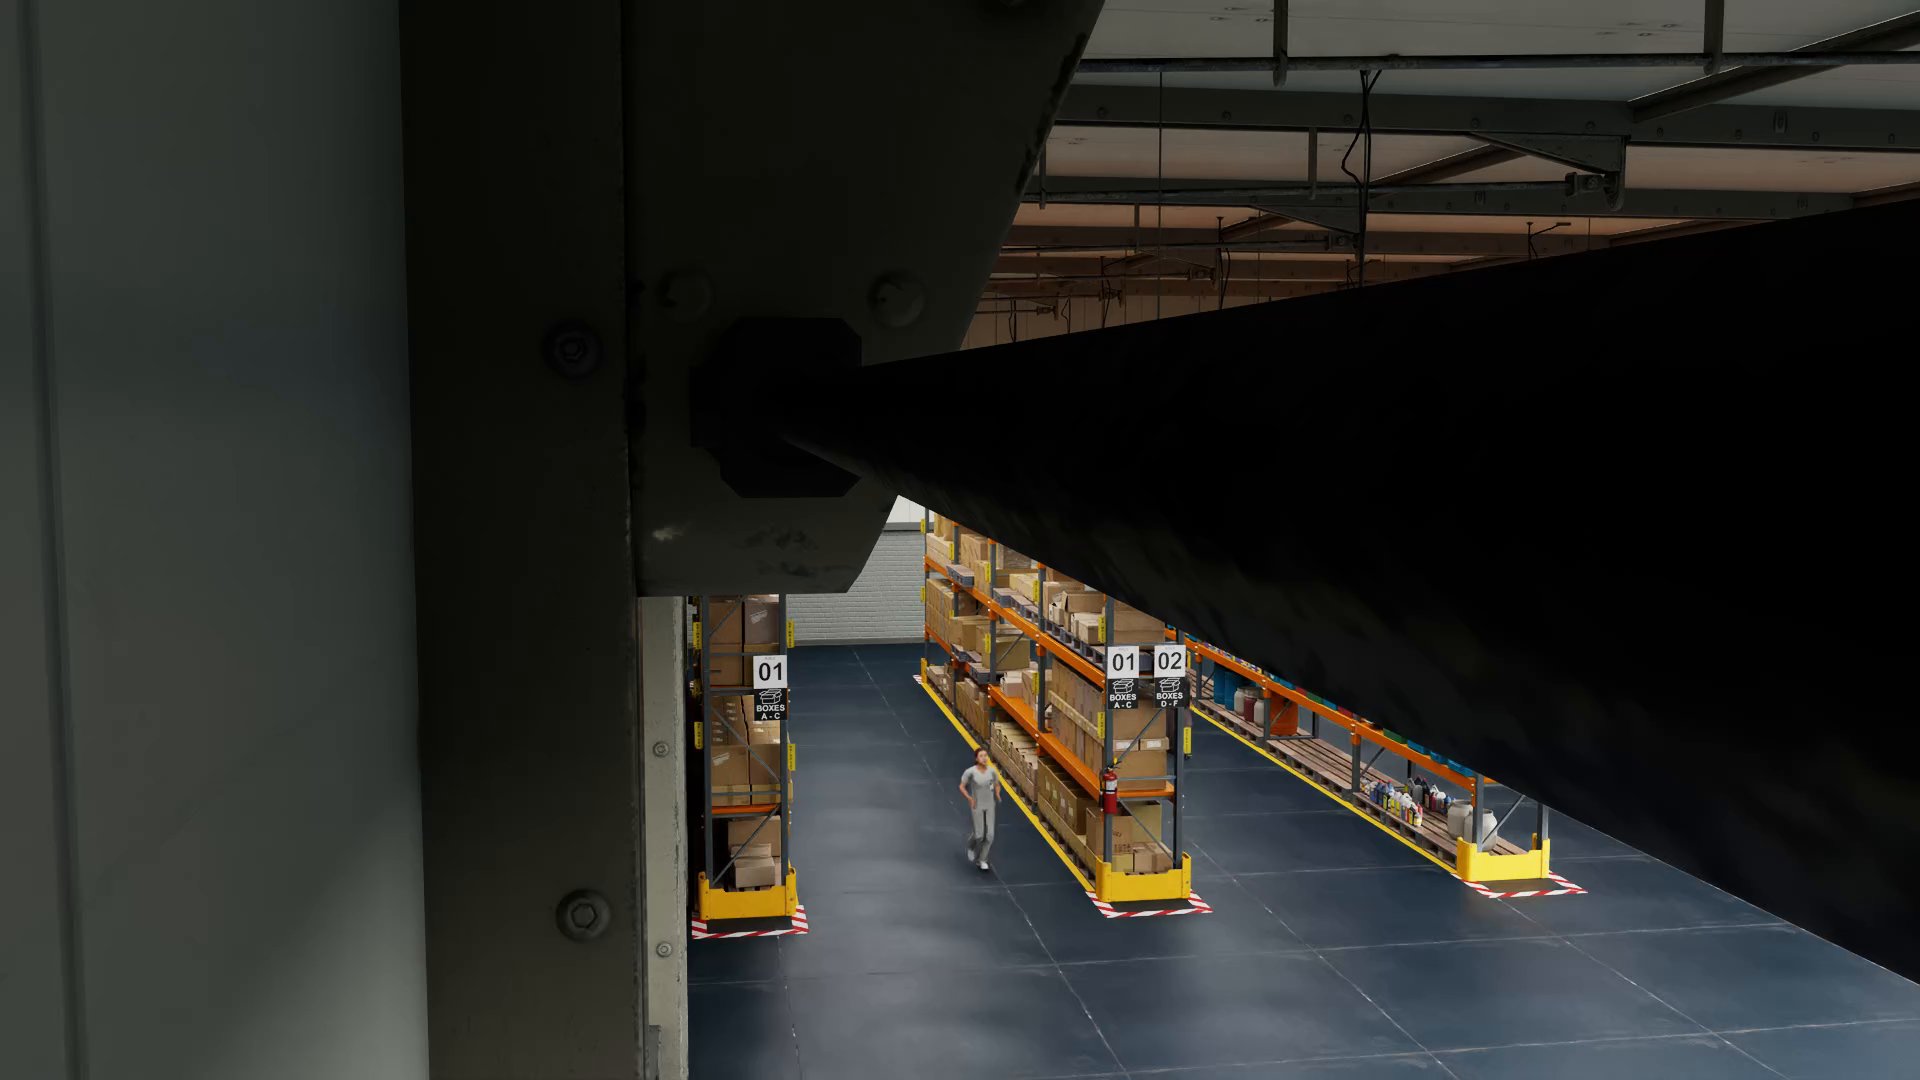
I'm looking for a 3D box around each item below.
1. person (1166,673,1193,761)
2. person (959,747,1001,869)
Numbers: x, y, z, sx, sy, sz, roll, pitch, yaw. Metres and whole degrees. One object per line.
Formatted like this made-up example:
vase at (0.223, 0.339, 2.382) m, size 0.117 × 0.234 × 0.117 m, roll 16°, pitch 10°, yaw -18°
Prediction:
person at (3.778, 2.952, 28.806) m, size 0.635 × 1.770 × 0.756 m, roll -1°, pitch 5°, yaw -16°
person at (0.298, 3.567, 22.165) m, size 0.560 × 1.622 × 0.581 m, roll -2°, pitch 5°, yaw -19°
